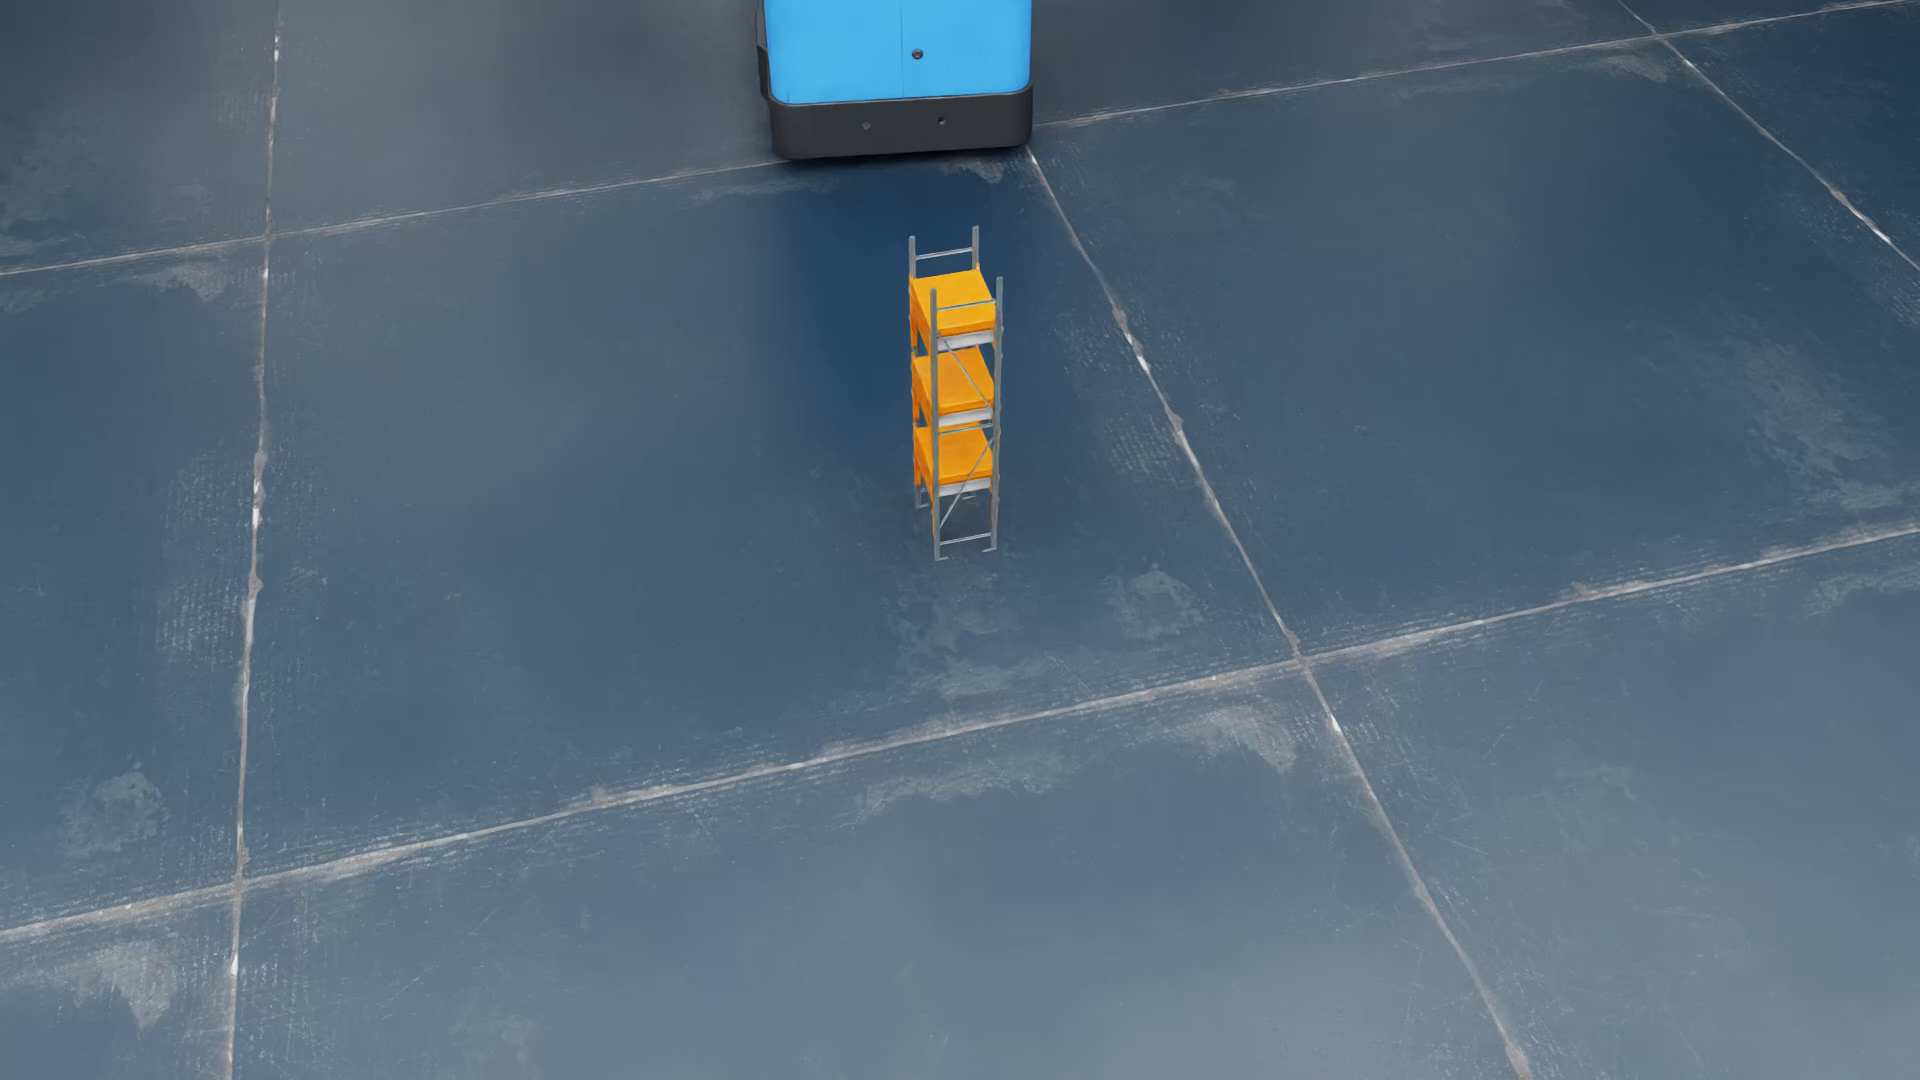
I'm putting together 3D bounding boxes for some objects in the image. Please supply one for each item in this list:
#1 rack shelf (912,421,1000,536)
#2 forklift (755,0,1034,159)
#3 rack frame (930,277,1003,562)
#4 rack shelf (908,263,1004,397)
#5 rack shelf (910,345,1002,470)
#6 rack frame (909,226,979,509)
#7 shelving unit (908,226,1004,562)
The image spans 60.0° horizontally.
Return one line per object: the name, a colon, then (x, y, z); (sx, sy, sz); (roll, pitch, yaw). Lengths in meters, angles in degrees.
rack shelf: (-0.014, -0.202, 5.117); (0.215, 0.259, 0.240); (-11, 47, -10)
forklift: (-0.377, -3.605, 6.731); (1.130, 2.935, 3.031); (-4, 46, -4)
rack frame: (0.018, -0.320, 4.829); (0.200, 1.050, 0.008); (-11, 47, -10)
rack shelf: (-0.014, -0.596, 4.716); (0.215, 0.259, 0.240); (-11, 47, -10)
rack shelf: (-0.014, -0.397, 4.919); (0.215, 0.259, 0.240); (-11, 47, -10)
rack frame: (-0.045, -0.489, 4.994); (0.200, 1.050, 0.008); (-11, 47, -10)
shelving unit: (-0.014, -0.404, 4.911); (0.215, 1.050, 0.252); (-11, 47, -10)
